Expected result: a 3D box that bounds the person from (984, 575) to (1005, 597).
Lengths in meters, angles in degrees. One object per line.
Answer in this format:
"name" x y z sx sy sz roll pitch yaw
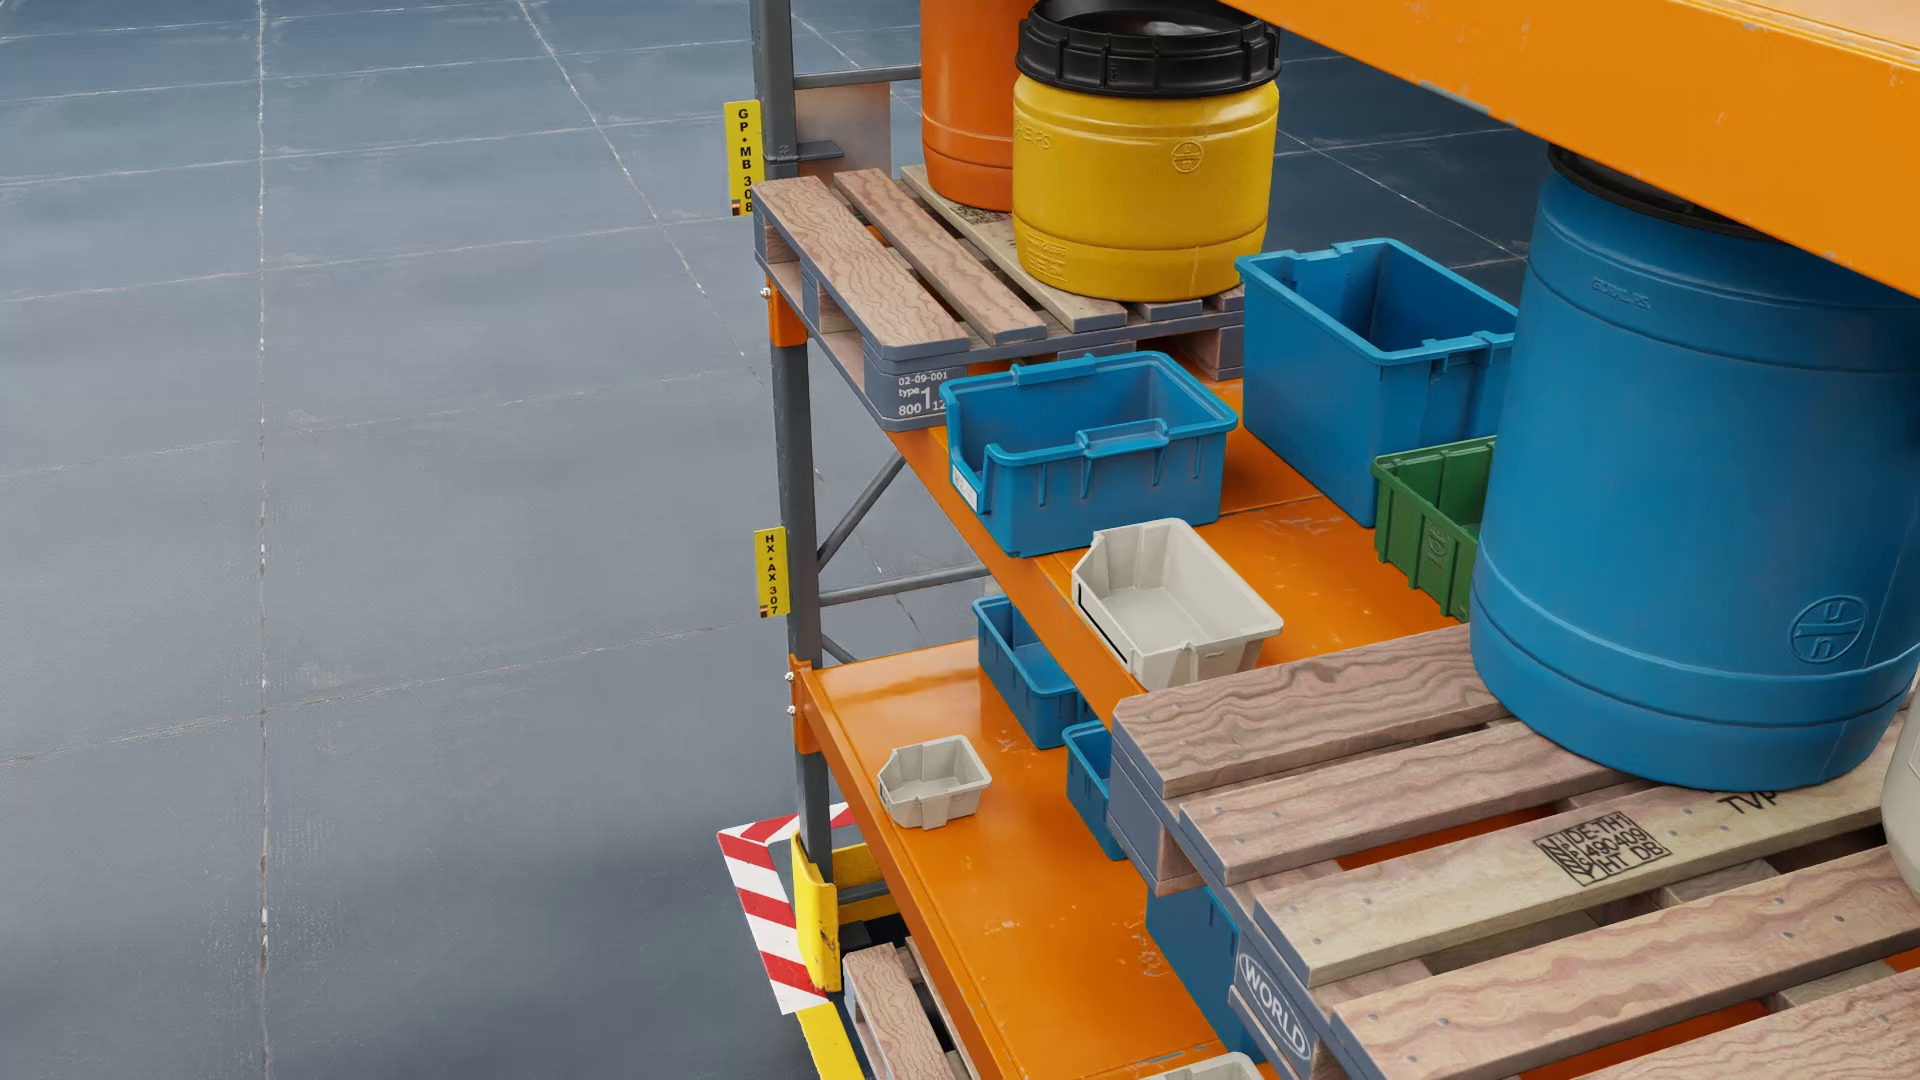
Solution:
"person" 0.301 -0.291 7.610 0.491 1.769 0.533 -11 31 -18
